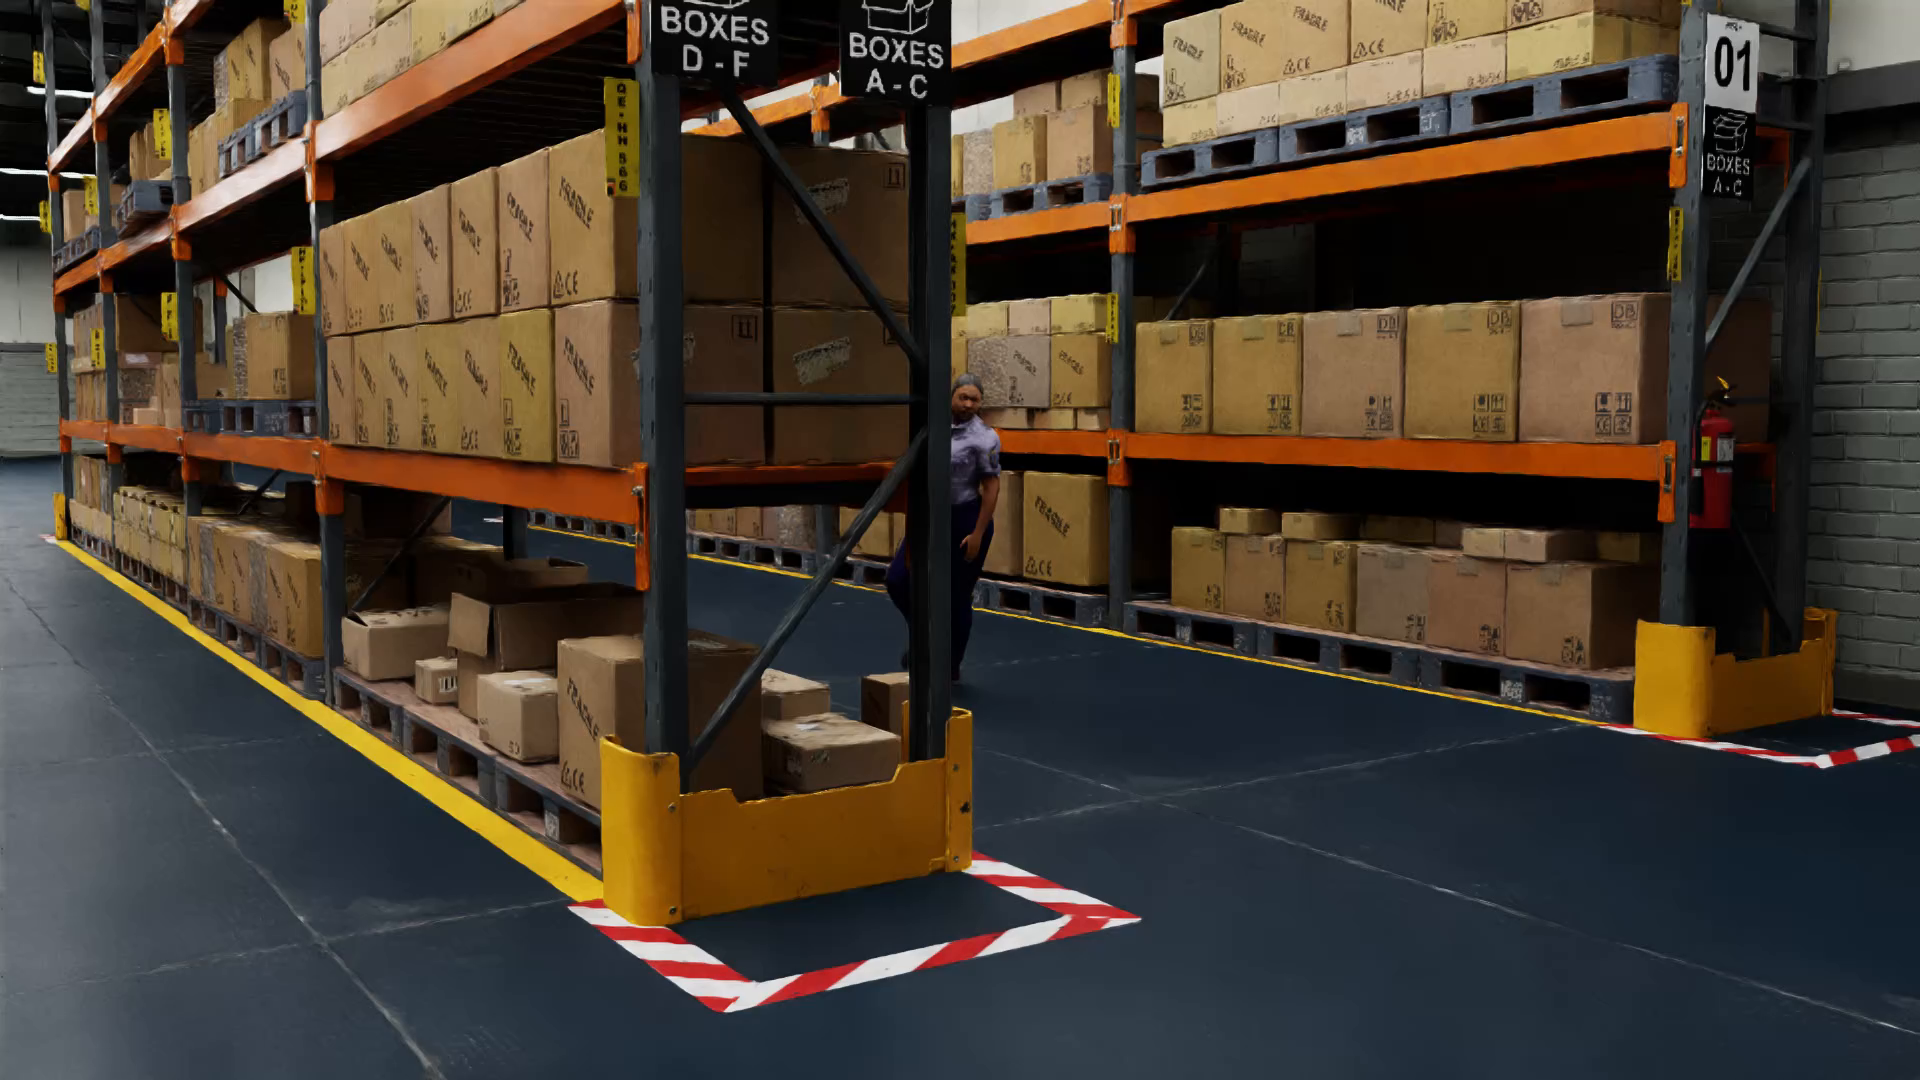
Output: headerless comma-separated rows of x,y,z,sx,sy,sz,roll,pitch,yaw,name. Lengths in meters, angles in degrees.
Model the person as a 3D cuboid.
-0.115,-0.049,8.699,0.453,1.643,0.694,-4,7,-43,person
